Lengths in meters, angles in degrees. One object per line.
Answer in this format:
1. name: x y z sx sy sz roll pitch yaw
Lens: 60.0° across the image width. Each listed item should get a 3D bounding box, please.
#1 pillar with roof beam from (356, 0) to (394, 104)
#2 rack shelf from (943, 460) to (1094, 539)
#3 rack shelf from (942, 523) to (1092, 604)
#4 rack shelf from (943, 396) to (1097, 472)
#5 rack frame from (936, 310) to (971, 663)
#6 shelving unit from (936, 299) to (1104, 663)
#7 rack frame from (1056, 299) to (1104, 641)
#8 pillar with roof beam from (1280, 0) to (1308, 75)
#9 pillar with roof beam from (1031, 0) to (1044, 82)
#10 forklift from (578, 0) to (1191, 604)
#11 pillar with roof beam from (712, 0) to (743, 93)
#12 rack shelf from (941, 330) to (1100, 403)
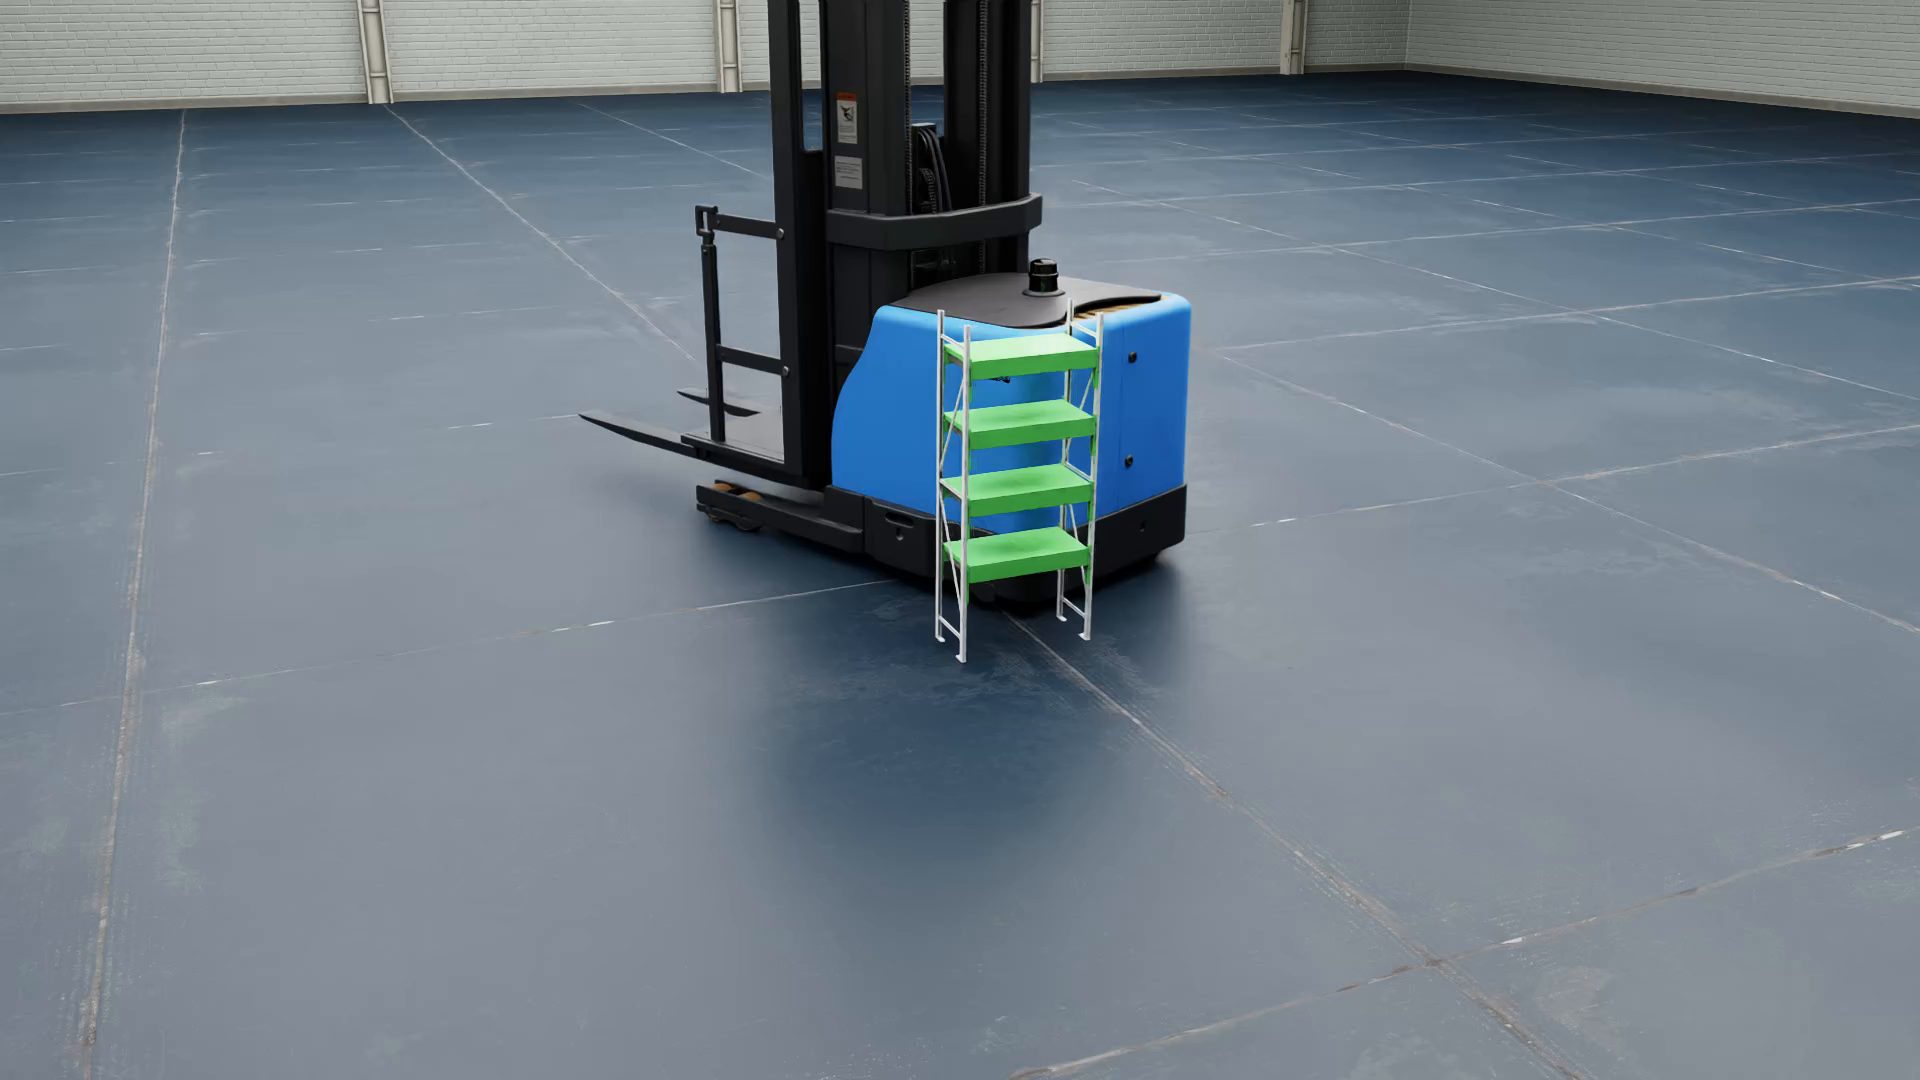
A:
1. pillar with roof beam: -7.956 -10.224 22.509 0.400 9.000 9.100 -8 21 -22
2. rack shelf: 0.196 -0.144 5.806 0.480 0.148 0.258 -8 23 -22
3. rack shelf: 0.194 0.080 5.892 0.480 0.148 0.258 -8 23 -22
4. rack shelf: 0.199 -0.368 5.720 0.480 0.148 0.258 -8 23 -22
5. rack frame: -0.027 -0.172 5.691 0.015 1.200 0.240 -8 23 -22
6. shelving unit: 0.197 -0.204 5.783 0.503 1.200 0.258 -8 23 -22
7. rack frame: 0.421 -0.236 5.875 0.015 1.200 0.240 -8 23 -22
8. pillar with roof beam: 8.571 -12.592 29.234 0.400 9.000 9.100 -8 21 -22
9. pillar with roof beam: 3.062 -11.802 26.992 0.400 9.000 9.100 -8 21 -22
10. forklift: -0.512 -1.535 6.969 3.031 2.935 1.130 17 25 39
11. pillar with roof beam: -2.447 -11.013 24.750 0.400 9.000 9.100 -8 21 -22
12. rack shelf: 0.202 -0.593 5.635 0.480 0.148 0.258 -8 23 -22
